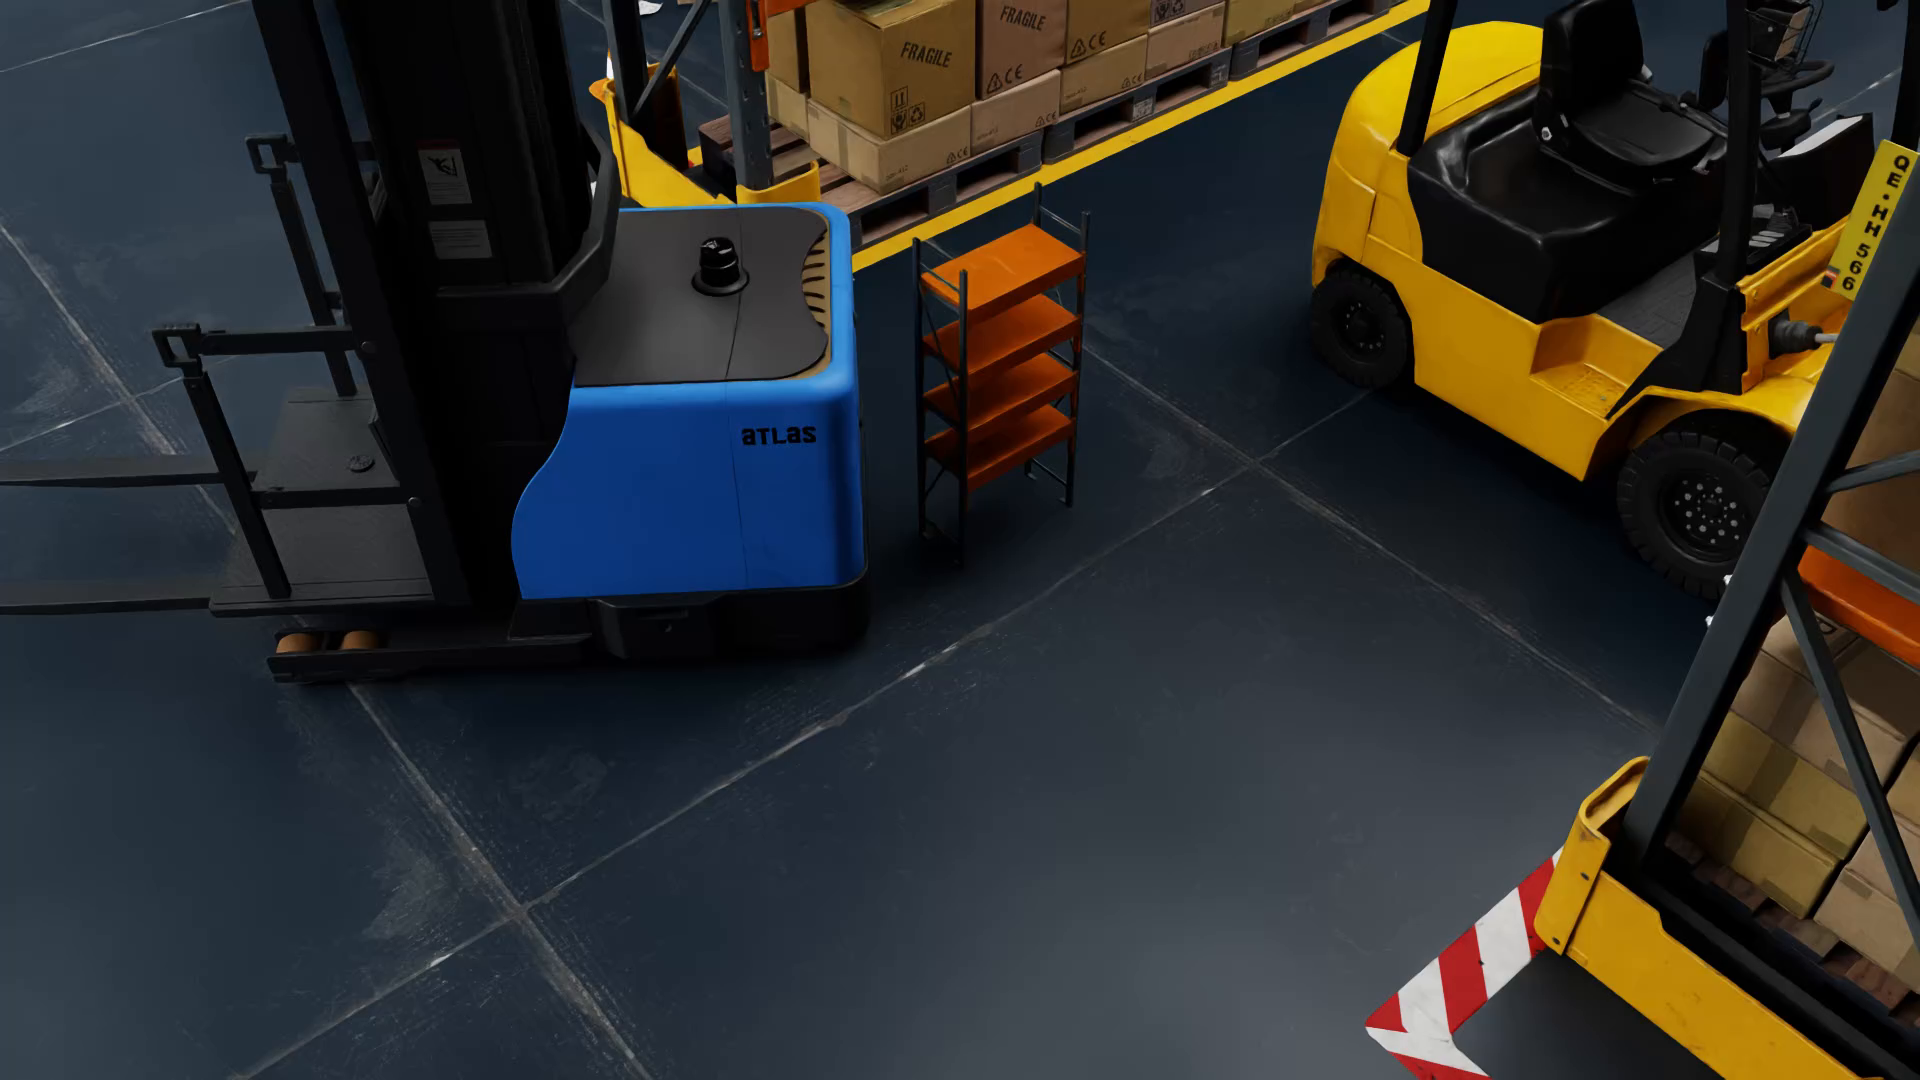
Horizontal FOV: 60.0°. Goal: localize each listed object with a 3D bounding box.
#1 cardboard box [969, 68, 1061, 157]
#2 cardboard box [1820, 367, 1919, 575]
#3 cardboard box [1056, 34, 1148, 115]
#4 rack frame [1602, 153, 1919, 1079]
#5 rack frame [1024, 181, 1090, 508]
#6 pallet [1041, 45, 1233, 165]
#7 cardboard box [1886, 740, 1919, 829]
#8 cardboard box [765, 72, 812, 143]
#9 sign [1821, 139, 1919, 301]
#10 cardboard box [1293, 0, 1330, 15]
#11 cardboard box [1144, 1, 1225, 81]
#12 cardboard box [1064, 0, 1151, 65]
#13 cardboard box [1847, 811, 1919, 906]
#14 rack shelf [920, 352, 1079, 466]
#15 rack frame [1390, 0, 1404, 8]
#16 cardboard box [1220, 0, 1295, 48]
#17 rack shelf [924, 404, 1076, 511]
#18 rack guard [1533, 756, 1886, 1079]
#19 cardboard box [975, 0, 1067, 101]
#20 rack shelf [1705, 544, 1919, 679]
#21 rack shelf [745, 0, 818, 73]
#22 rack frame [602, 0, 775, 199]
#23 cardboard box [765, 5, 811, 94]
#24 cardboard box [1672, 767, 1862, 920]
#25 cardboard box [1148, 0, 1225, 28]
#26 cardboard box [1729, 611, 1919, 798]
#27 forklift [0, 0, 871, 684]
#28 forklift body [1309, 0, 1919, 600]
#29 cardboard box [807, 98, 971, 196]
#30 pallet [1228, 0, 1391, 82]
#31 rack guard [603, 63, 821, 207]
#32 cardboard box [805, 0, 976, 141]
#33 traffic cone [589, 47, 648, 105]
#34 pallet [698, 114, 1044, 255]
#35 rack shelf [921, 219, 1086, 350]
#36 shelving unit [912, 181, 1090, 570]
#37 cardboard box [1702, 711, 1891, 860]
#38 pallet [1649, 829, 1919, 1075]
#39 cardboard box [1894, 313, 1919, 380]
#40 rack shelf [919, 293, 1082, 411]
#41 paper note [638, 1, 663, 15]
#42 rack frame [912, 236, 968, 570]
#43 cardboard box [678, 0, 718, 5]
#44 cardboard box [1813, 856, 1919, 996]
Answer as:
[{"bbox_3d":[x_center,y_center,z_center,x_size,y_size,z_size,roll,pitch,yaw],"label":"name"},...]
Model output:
[{"bbox_3d":[0.093,-1.988,7.377,0.500,0.250,0.500,-28,50,-27],"label":"cardboard box"},{"bbox_3d":[2.297,-0.193,3.692,0.500,0.500,0.500,-31,51,-29],"label":"cardboard box"},{"bbox_3d":[0.504,-2.234,7.640,0.500,0.250,0.500,-26,49,-25],"label":"cardboard box"},{"bbox_3d":[2.088,0.197,3.349,0.127,3.000,1.000,-30,51,-28],"label":"rack frame"},{"bbox_3d":[0.314,-0.617,5.531,0.015,1.200,0.240,-30,51,-28],"label":"rack frame"},{"bbox_3d":[0.540,-2.296,8.041,1.213,0.211,1.003,-30,51,-28],"label":"pallet"},{"bbox_3d":[2.578,0.570,3.923,0.500,0.250,0.500,-31,51,-28],"label":"cardboard box"},{"bbox_3d":[-0.633,-2.065,7.460,0.500,0.250,0.500,-30,51,-28],"label":"cardboard box"},{"bbox_3d":[1.751,-0.602,3.182,0.005,0.325,0.100,-30,51,-28],"label":"sign"},{"bbox_3d":[1.688,-2.915,8.364,0.500,0.250,0.500,-28,50,-26],"label":"cardboard box"},{"bbox_3d":[0.893,-2.455,7.874,0.500,0.250,0.500,-29,50,-27],"label":"cardboard box"},{"bbox_3d":[0.503,-2.500,7.375,0.500,0.500,0.500,-29,50,-27],"label":"cardboard box"},{"bbox_3d":[2.582,0.767,4.079,0.500,0.250,0.500,-29,50,-27],"label":"cardboard box"},{"bbox_3d":[0.127,-0.461,5.463,0.480,0.148,0.258,-30,51,-28],"label":"rack shelf"},{"bbox_3d":[1.969,-4.165,7.993,0.127,3.000,1.000,-30,51,-28],"label":"rack frame"},{"bbox_3d":[1.286,-2.676,8.109,0.500,0.250,0.500,-31,51,-29],"label":"cardboard box"},{"bbox_3d":[0.127,-0.316,5.599,0.480,0.148,0.258,-30,51,-28],"label":"rack shelf"},{"bbox_3d":[2.070,1.119,4.194,0.348,0.500,1.175,-30,51,-28],"label":"rack guard"},{"bbox_3d":[0.113,-2.284,7.145,0.500,0.500,0.500,-32,52,-29],"label":"cardboard box"},{"bbox_3d":[3.622,-0.419,4.531,4.000,0.370,1.077,-30,51,-28],"label":"rack shelf"},{"bbox_3d":[0.435,-3.024,7.304,4.000,0.370,1.077,-30,51,-28],"label":"rack shelf"},{"bbox_3d":[-1.099,-2.408,6.123,0.127,3.000,1.000,-30,51,-28],"label":"rack frame"},{"bbox_3d":[-0.652,-2.321,7.184,0.500,0.500,0.500,-29,51,-28],"label":"cardboard box"},{"bbox_3d":[2.246,0.674,4.543,0.500,0.250,0.500,-29,51,-28],"label":"cardboard box"},{"bbox_3d":[0.908,-2.739,7.629,0.500,0.500,0.500,-27,50,-26],"label":"cardboard box"},{"bbox_3d":[2.241,0.316,4.194,0.500,0.250,0.500,-28,50,-27],"label":"cardboard box"},{"bbox_3d":[-1.827,-0.988,4.661,3.031,2.935,1.130,-3,43,-3],"label":"forklift"},{"bbox_3d":[2.372,-1.284,5.547,1.214,2.155,2.313,-30,51,-28],"label":"forklift body"},{"bbox_3d":[-0.303,-1.768,7.143,0.500,0.250,0.500,-30,51,-28],"label":"cardboard box"},{"bbox_3d":[1.477,-2.835,8.614,1.213,0.211,1.003,-30,51,-28],"label":"pallet"},{"bbox_3d":[-1.041,-1.530,7.014,0.348,0.500,1.175,-30,51,-28],"label":"rack guard"},{"bbox_3d":[-0.285,-2.052,6.898,0.500,0.500,0.500,-32,52,-29],"label":"cardboard box"},{"bbox_3d":[-1.597,-2.349,7.914,0.334,0.463,0.336,-30,51,-28],"label":"traffic cone"},{"bbox_3d":[-0.395,-1.763,7.473,1.213,0.211,1.003,-30,51,-28],"label":"pallet"},{"bbox_3d":[0.127,-0.797,5.148,0.480,0.148,0.258,-30,51,-28],"label":"rack shelf"},{"bbox_3d":[0.127,-0.510,5.417,0.503,1.200,0.258,-30,51,-28],"label":"shelving unit"},{"bbox_3d":[2.261,0.486,4.378,0.500,0.250,0.500,-30,51,-28],"label":"cardboard box"},{"bbox_3d":[2.648,0.856,4.685,1.213,0.211,1.003,-30,51,-28],"label":"pallet"},{"bbox_3d":[2.175,-0.375,3.412,0.250,0.149,0.380,-29,50,-27],"label":"cardboard box"},{"bbox_3d":[0.127,-0.624,5.310,0.480,0.148,0.258,-30,51,-28],"label":"rack shelf"},{"bbox_3d":[-1.651,-2.786,8.694,0.148,0.019,0.142,22,47,21],"label":"paper note"},{"bbox_3d":[-0.060,-0.403,5.303,0.015,1.200,0.240,-30,51,-28],"label":"rack frame"},{"bbox_3d":[-1.390,-3.005,8.841,0.250,0.149,0.380,-7,44,-7],"label":"cardboard box"},{"bbox_3d":[2.591,0.933,4.267,0.500,0.250,0.500,-30,51,-28],"label":"cardboard box"}]
